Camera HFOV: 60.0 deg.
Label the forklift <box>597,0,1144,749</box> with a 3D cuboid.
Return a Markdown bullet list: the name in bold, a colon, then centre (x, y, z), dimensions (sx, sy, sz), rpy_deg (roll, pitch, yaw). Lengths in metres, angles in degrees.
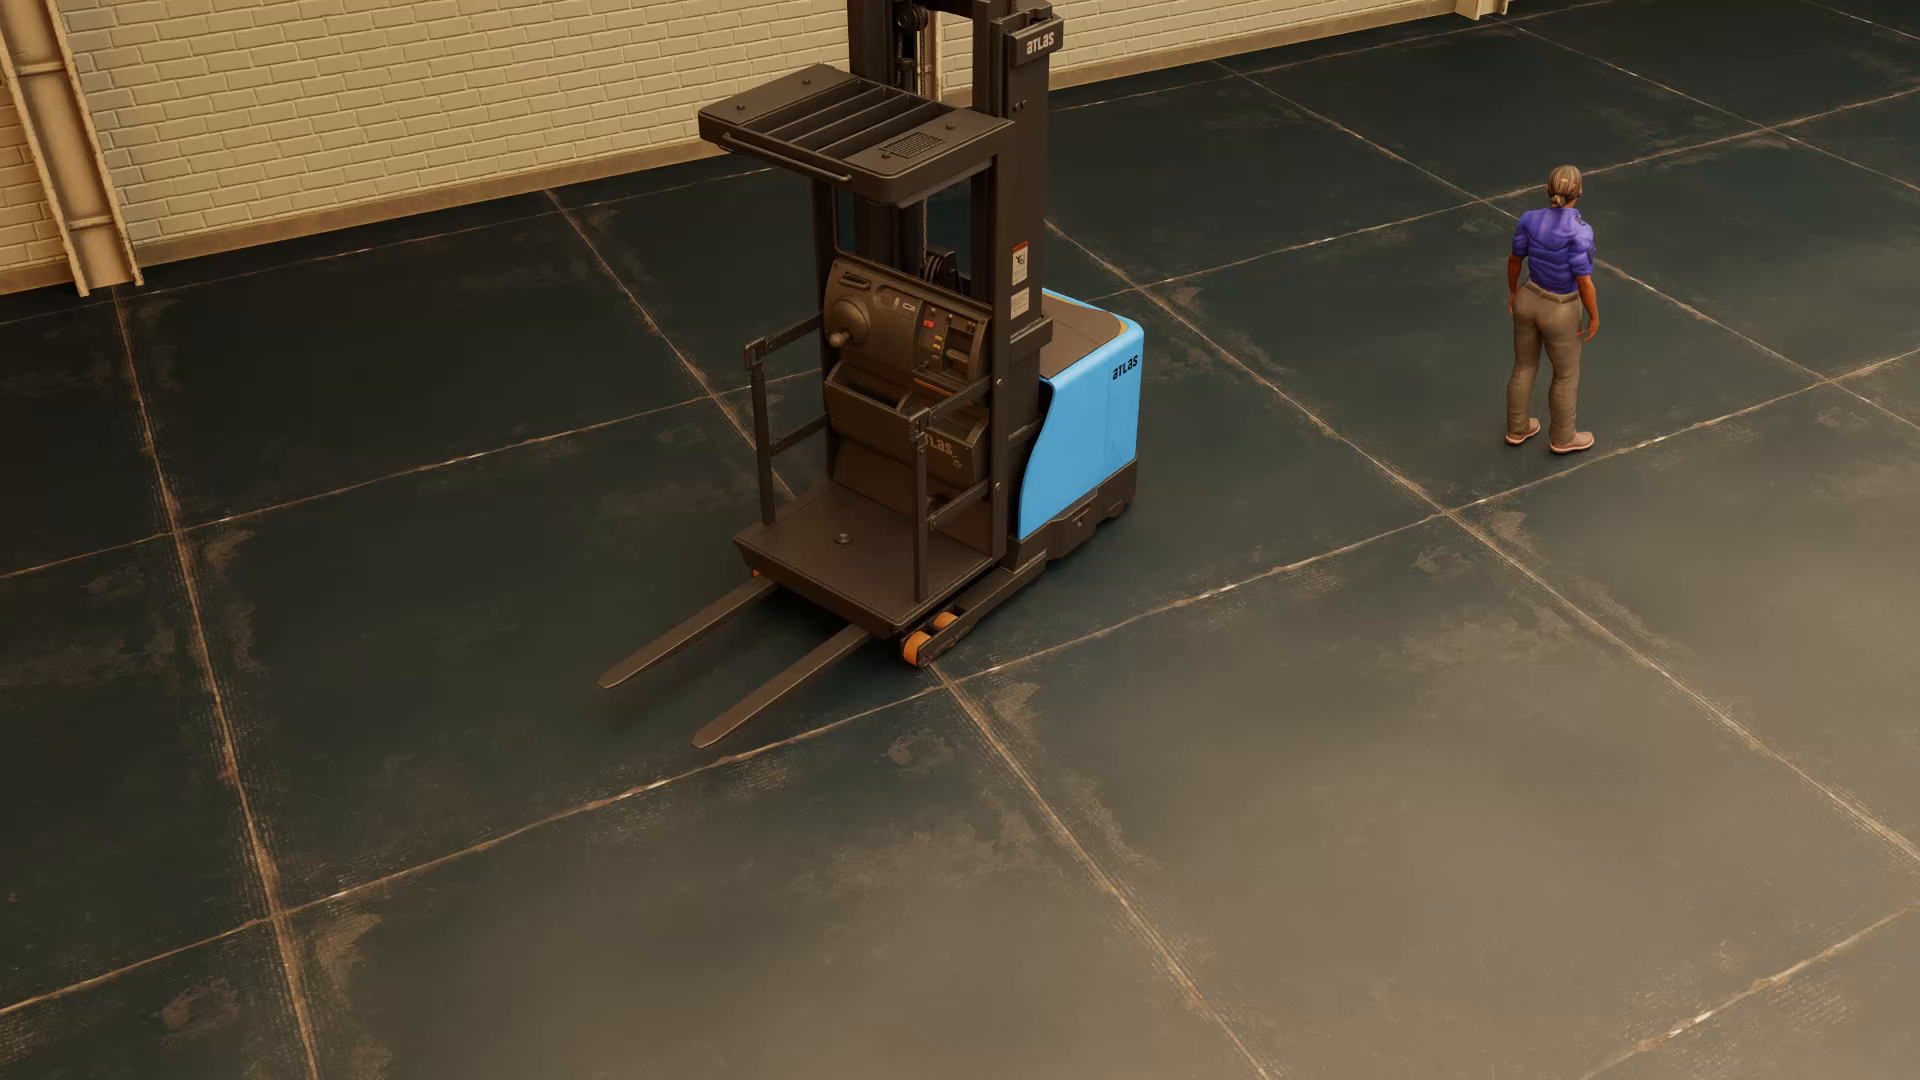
- **forklift**: centre (-0.390, -0.927, 7.434), dimensions (1.130, 2.935, 3.031), rpy_deg (26, 43, 31)

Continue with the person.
- **person**: centre (3.240, -1.258, 8.996), dimensions (0.503, 1.656, 0.570), rpy_deg (-25, 42, -31)
